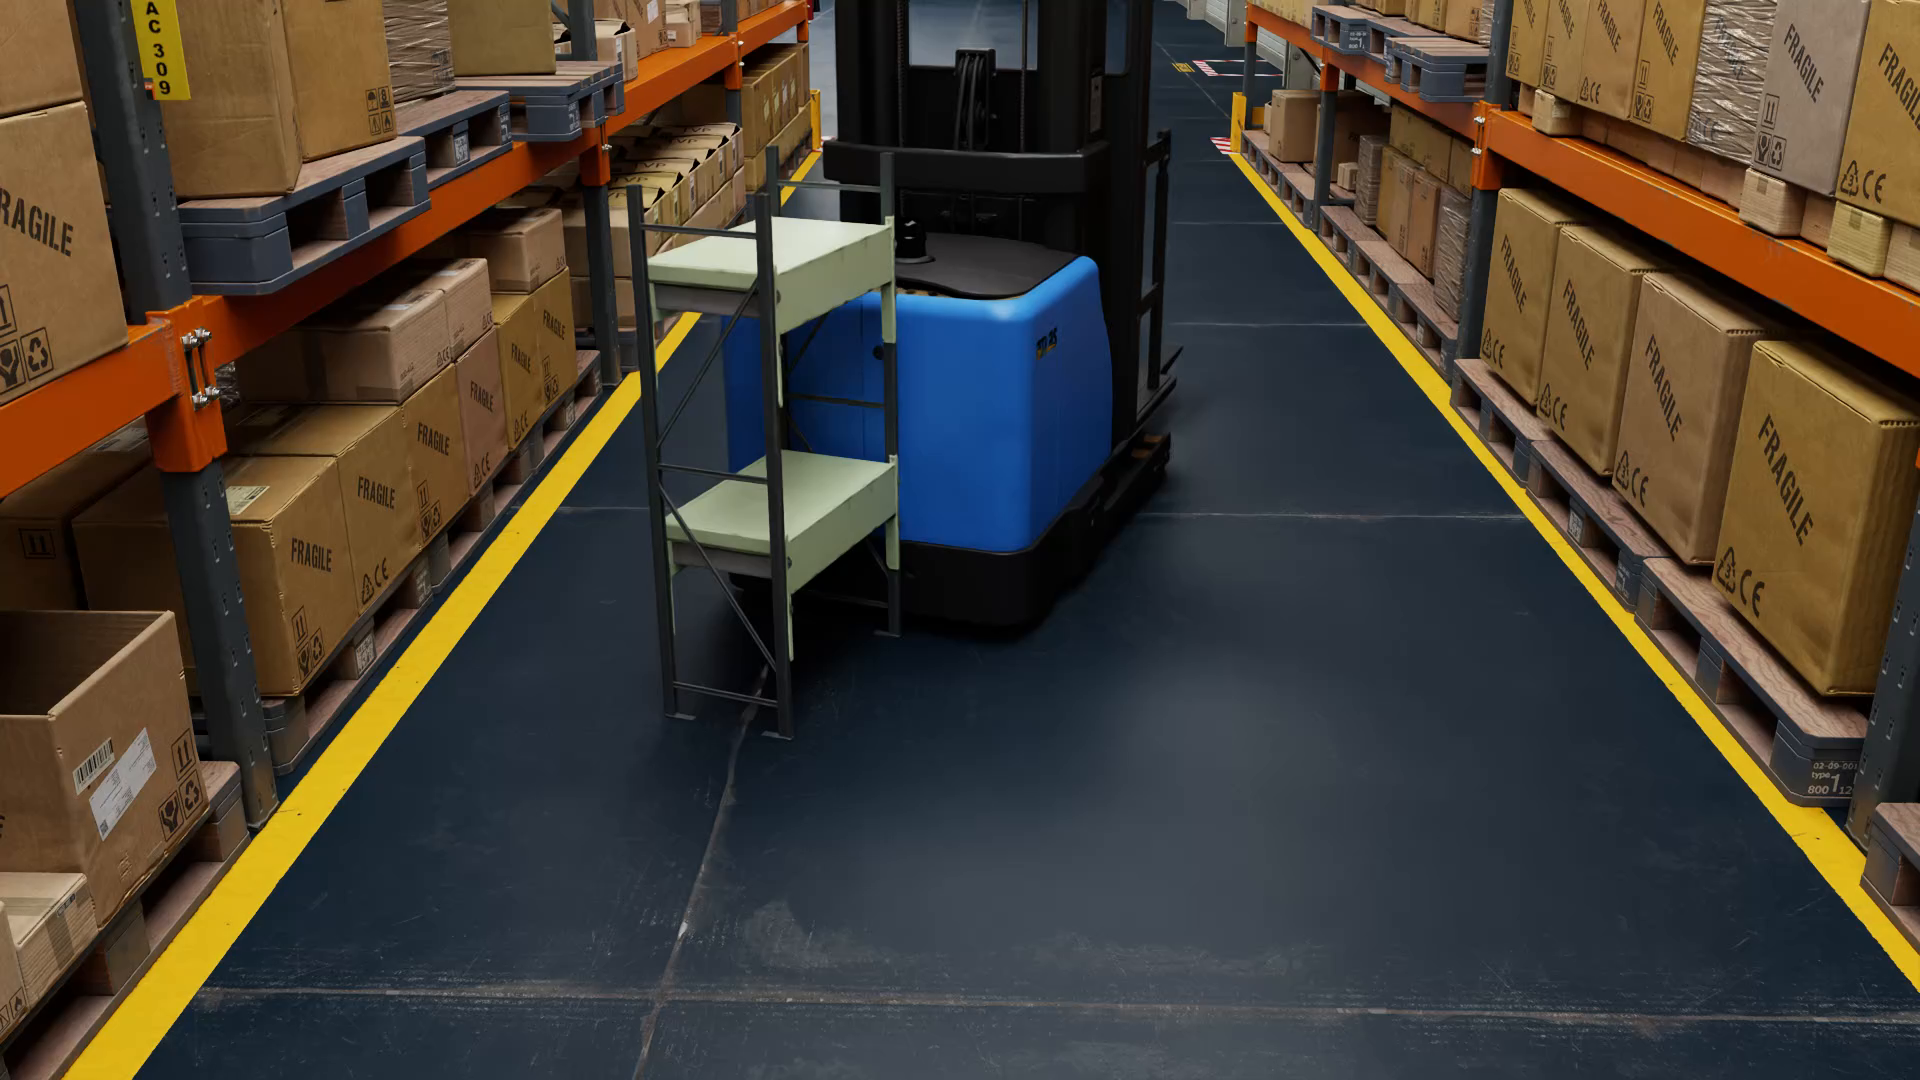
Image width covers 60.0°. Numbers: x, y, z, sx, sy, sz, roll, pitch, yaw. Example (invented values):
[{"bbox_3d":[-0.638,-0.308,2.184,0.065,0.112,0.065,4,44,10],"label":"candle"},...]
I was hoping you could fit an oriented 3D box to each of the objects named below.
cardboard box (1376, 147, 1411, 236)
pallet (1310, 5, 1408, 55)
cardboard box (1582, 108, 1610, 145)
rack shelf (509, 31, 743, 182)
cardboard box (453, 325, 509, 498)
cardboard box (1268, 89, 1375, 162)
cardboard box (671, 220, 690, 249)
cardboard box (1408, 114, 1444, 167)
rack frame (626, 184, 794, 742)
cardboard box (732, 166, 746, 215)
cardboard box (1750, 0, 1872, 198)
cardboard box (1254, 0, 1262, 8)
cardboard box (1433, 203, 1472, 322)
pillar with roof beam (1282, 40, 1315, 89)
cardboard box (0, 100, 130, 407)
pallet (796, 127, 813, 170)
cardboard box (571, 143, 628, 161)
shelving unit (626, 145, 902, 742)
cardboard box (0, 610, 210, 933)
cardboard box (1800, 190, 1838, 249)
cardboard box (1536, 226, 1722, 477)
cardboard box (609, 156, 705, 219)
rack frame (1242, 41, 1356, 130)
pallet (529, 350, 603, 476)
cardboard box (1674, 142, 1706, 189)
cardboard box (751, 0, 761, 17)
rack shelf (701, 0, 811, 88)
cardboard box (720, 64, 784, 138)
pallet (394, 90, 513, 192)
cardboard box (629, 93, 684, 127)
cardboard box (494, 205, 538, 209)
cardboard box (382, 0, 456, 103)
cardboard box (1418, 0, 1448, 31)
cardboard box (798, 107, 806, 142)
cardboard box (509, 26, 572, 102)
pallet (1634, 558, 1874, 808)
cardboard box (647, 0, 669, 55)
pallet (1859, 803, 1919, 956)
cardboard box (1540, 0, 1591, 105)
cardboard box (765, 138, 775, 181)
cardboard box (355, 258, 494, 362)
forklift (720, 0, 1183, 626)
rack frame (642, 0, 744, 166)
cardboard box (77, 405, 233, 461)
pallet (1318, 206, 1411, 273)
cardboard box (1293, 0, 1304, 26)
[{"bbox_3d":[2.978,-2.123,10.200,0.700,0.500,0.500,0,21,1],"label":"cardboard box"},{"bbox_3d":[2.781,-3.172,10.324,1.003,0.211,1.213,1,21,2],"label":"pallet"},{"bbox_3d":[2.593,-1.588,6.294,0.380,0.149,0.250,0,21,1],"label":"cardboard box"},{"bbox_3d":[-2.063,-2.531,9.401,1.077,0.370,4.000,1,21,2],"label":"rack shelf"},{"bbox_3d":[-1.944,-0.466,5.930,0.500,0.500,0.500,0,21,0],"label":"cardboard box"},{"bbox_3d":[2.870,-3.303,13.241,0.700,0.500,0.500,-1,21,-2],"label":"cardboard box"},{"bbox_3d":[-1.790,-1.613,9.261,0.500,0.250,0.500,0,21,0],"label":"cardboard box"},{"bbox_3d":[2.921,-2.312,9.652,0.500,0.250,0.500,0,21,0],"label":"cardboard box"},{"bbox_3d":[-0.651,-0.171,4.395,0.400,1.500,0.023,8,23,21],"label":"rack frame"},{"bbox_3d":[-1.725,-2.351,11.161,0.500,0.250,0.500,0,21,1],"label":"cardboard box"},{"bbox_3d":[2.474,-1.193,4.380,0.500,0.500,0.500,1,21,2],"label":"cardboard box"},{"bbox_3d":[2.737,-4.561,13.818,0.500,0.250,0.500,0,21,0],"label":"cardboard box"},{"bbox_3d":[2.797,-1.391,8.315,0.700,0.500,0.500,1,21,2],"label":"cardboard box"},{"bbox_3d":[-0.206,-9.734,18.676,9.100,9.000,0.400,1,21,2],"label":"pillar with roof beam"},{"bbox_3d":[-2.004,-0.560,3.188,0.500,0.500,0.500,1,21,3],"label":"cardboard box"},{"bbox_3d":[-1.862,-3.459,14.652,1.003,0.211,1.213,1,21,2],"label":"pallet"},{"bbox_3d":[-2.299,-2.250,10.127,0.500,0.311,0.500,0,21,0],"label":"cardboard box"},{"bbox_3d":[-0.513,-0.294,4.711,0.431,1.500,0.755,8,23,21],"label":"shelving unit"},{"bbox_3d":[-1.979,0.472,3.513,0.500,0.500,0.500,1,21,2],"label":"cardboard box"},{"bbox_3d":[2.470,-0.846,4.383,0.380,0.149,0.250,1,21,3],"label":"cardboard box"},{"bbox_3d":[2.641,-0.703,6.085,0.750,0.750,0.750,1,21,1],"label":"cardboard box"},{"bbox_3d":[-1.774,-2.065,9.650,0.500,0.311,0.500,0,21,1],"label":"cardboard box"},{"bbox_3d":[3.071,-4.983,14.724,1.000,3.000,0.127,1,21,2],"label":"rack frame"},{"bbox_3d":[-2.184,-0.574,7.216,1.003,0.211,1.213,1,21,2],"label":"pallet"},{"bbox_3d":[2.535,-1.216,5.337,0.380,0.149,0.250,1,21,3],"label":"cardboard box"},{"bbox_3d":[-1.952,-4.354,12.966,0.700,0.500,0.500,1,21,3],"label":"cardboard box"},{"bbox_3d":[-1.942,-3.978,13.128,1.077,0.370,4.000,1,21,2],"label":"rack shelf"},{"bbox_3d":[-1.645,-3.379,12.775,0.500,0.500,0.500,1,21,2],"label":"cardboard box"},{"bbox_3d":[-2.179,-1.351,5.629,1.003,0.211,1.213,1,21,2],"label":"pallet"},{"bbox_3d":[-2.180,-3.204,12.324,0.500,0.500,0.500,1,21,2],"label":"cardboard box"},{"bbox_3d":[-2.354,-1.511,8.222,0.500,0.311,0.500,1,21,3],"label":"cardboard box"},{"bbox_3d":[-2.249,-1.828,5.876,0.700,0.500,0.500,5,22,12],"label":"cardboard box"},{"bbox_3d":[2.847,-2.963,8.772,0.700,0.500,0.500,1,21,2],"label":"cardboard box"},{"bbox_3d":[-1.605,-3.572,14.309,0.500,0.250,0.500,1,21,2],"label":"cardboard box"},{"bbox_3d":[-2.069,-2.233,7.760,0.500,0.311,0.500,2,21,5],"label":"cardboard box"},{"bbox_3d":[2.654,0.376,4.768,1.003,0.211,1.213,1,21,2],"label":"pallet"},{"bbox_3d":[-2.058,-3.168,9.910,0.500,0.500,0.500,2,21,6],"label":"cardboard box"},{"bbox_3d":[2.605,0.930,3.340,1.003,0.211,1.213,1,21,2],"label":"pallet"},{"bbox_3d":[2.532,-1.923,6.261,0.500,0.500,0.500,1,21,3],"label":"cardboard box"},{"bbox_3d":[-1.665,-2.849,12.445,0.500,0.250,0.500,1,21,2],"label":"cardboard box"},{"bbox_3d":[-1.942,-0.802,5.759,0.500,0.250,0.500,0,21,1],"label":"cardboard box"},{"bbox_3d":[0.212,-1.602,6.106,1.130,2.935,3.031,7,22,18],"label":"forklift"},{"bbox_3d":[-2.002,-3.590,11.134,1.000,3.000,0.127,1,21,2],"label":"rack frame"},{"bbox_3d":[-2.494,-0.097,4.980,0.500,0.500,0.500,1,21,2],"label":"cardboard box"},{"bbox_3d":[2.927,-1.955,10.776,1.003,0.211,1.213,1,21,2],"label":"pallet"},{"bbox_3d":[2.684,-3.831,11.935,0.500,0.250,0.500,1,21,2],"label":"cardboard box"}]
